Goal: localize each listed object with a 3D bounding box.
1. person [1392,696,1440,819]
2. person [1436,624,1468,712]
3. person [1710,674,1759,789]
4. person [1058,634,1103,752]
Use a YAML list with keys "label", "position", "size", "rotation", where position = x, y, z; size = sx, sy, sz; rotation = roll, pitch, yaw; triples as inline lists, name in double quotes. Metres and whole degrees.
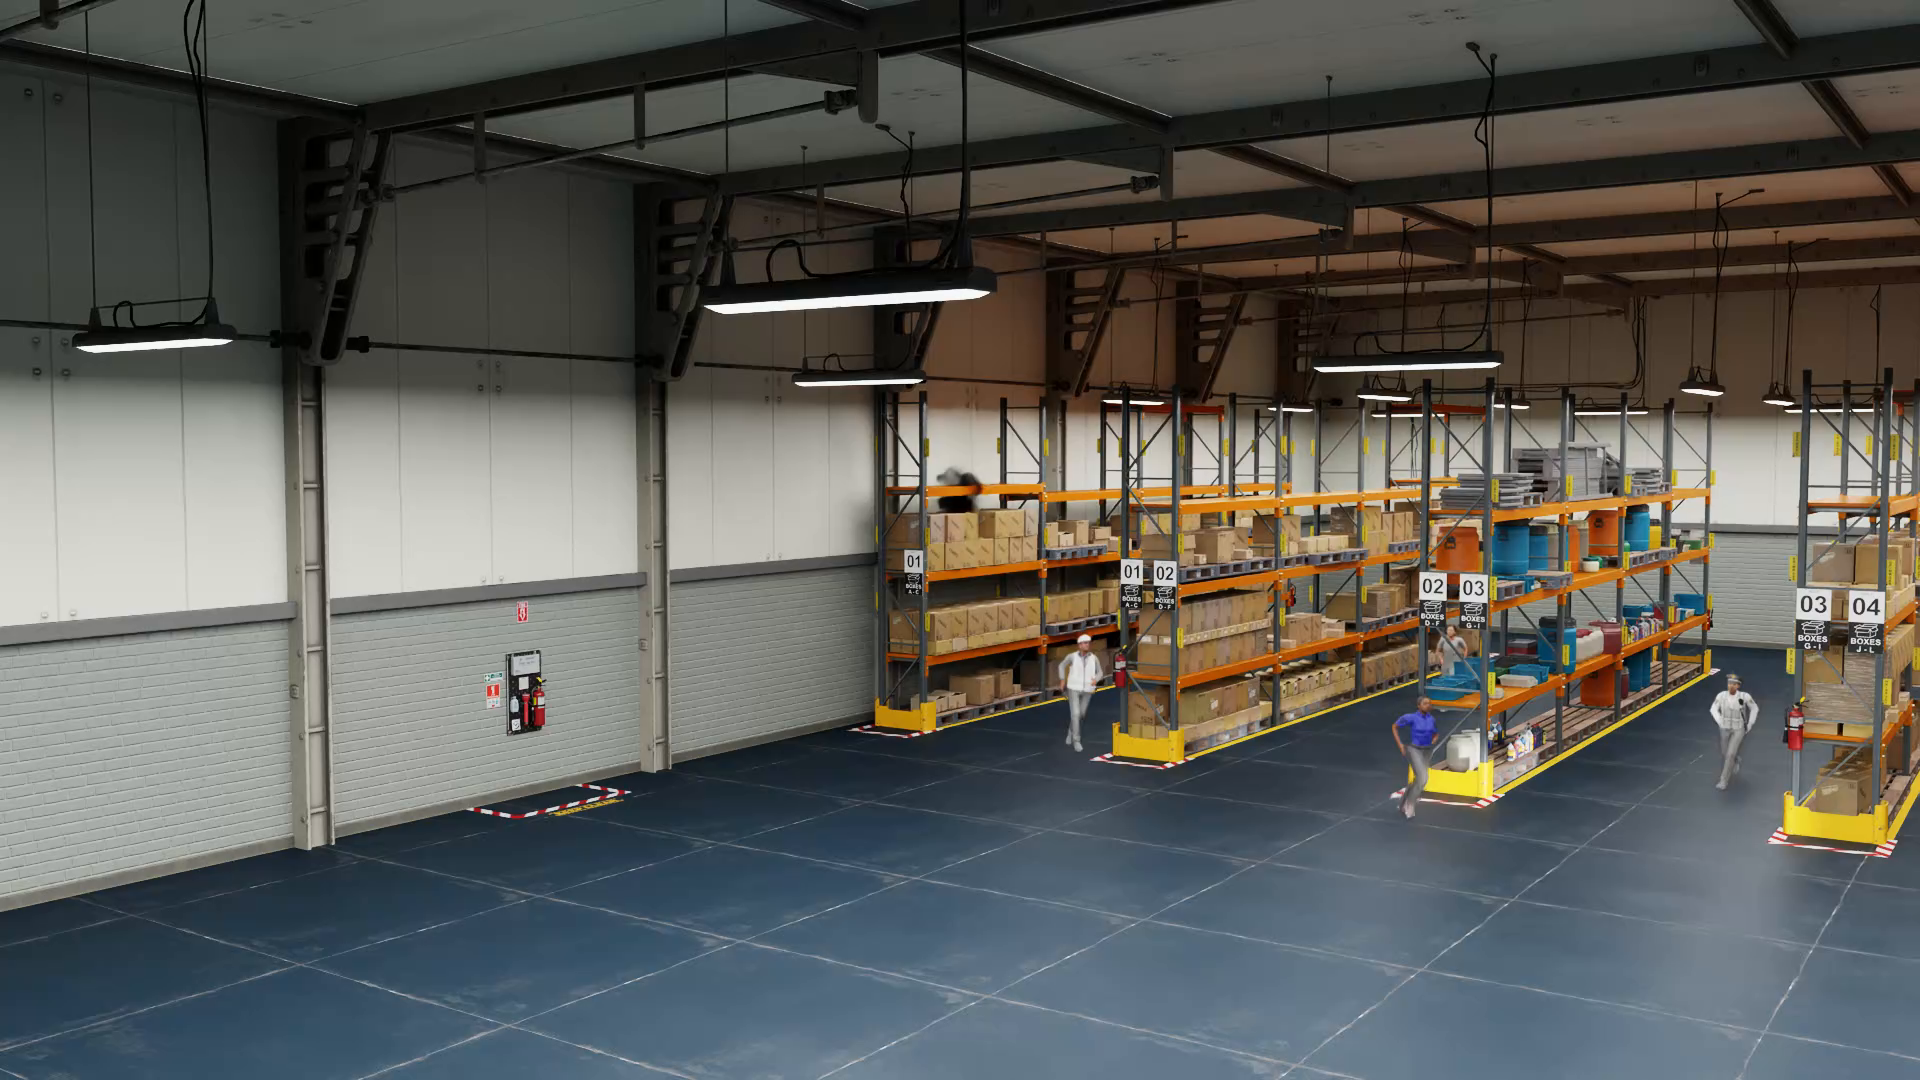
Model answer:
- label: "person"
  position: [6.247, 2.949, 22.608]
  size: [0.592, 1.637, 0.610]
  rotation: [-2, 4, -31]
- label: "person"
  position: [9.390, 2.424, 31.783]
  size: [0.589, 1.658, 0.888]
  rotation: [2, 4, 29]
- label: "person"
  position: [11.462, 2.807, 24.644]
  size: [0.641, 1.685, 0.891]
  rotation: [2, 4, 38]
- label: "person"
  position: [1.935, 2.395, 26.259]
  size: [0.683, 1.791, 0.821]
  rotation: [-1, 3, -13]
